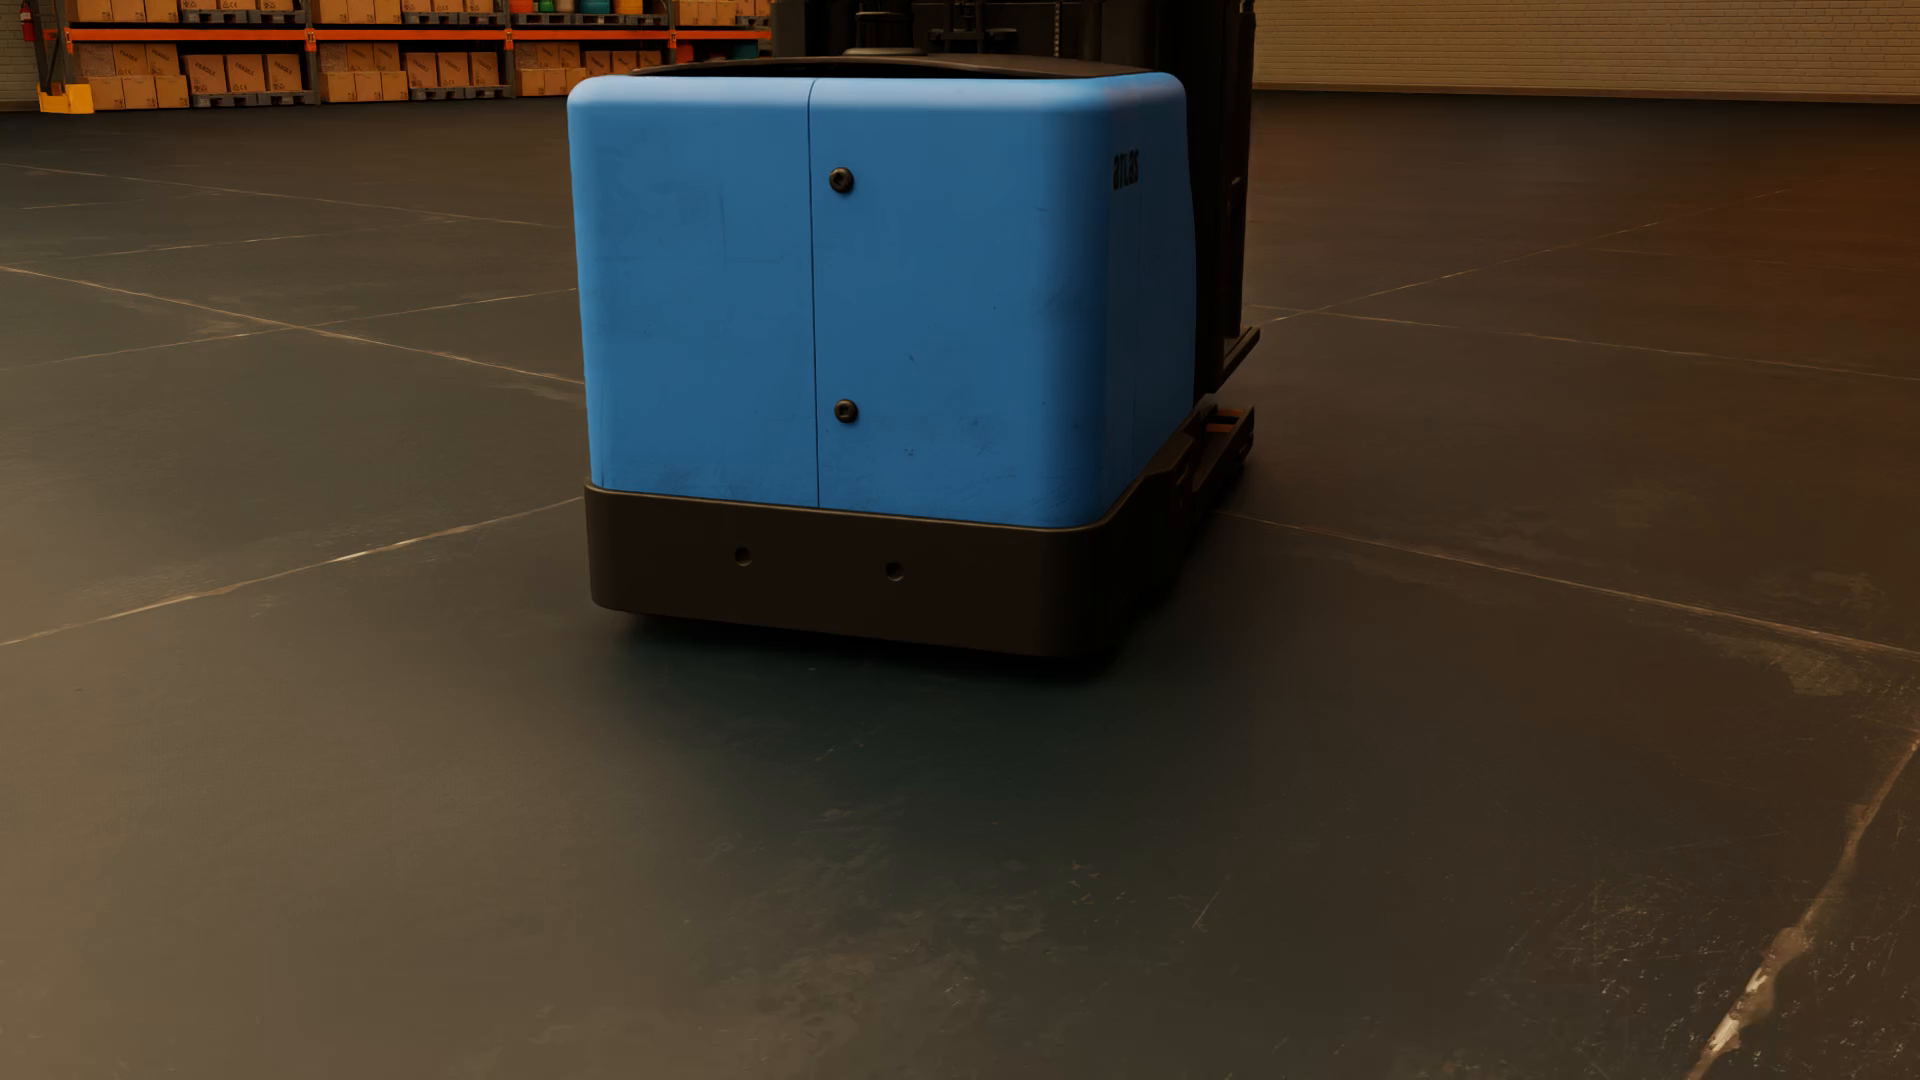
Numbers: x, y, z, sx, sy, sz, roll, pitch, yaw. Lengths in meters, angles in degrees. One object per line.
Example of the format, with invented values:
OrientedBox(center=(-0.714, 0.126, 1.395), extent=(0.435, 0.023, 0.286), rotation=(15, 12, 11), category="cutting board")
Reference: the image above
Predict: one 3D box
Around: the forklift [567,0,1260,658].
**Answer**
OrientedBox(center=(0.189, -1.578, 4.095), extent=(1.130, 2.935, 3.031), rotation=(5, 18, 17), category="forklift")
